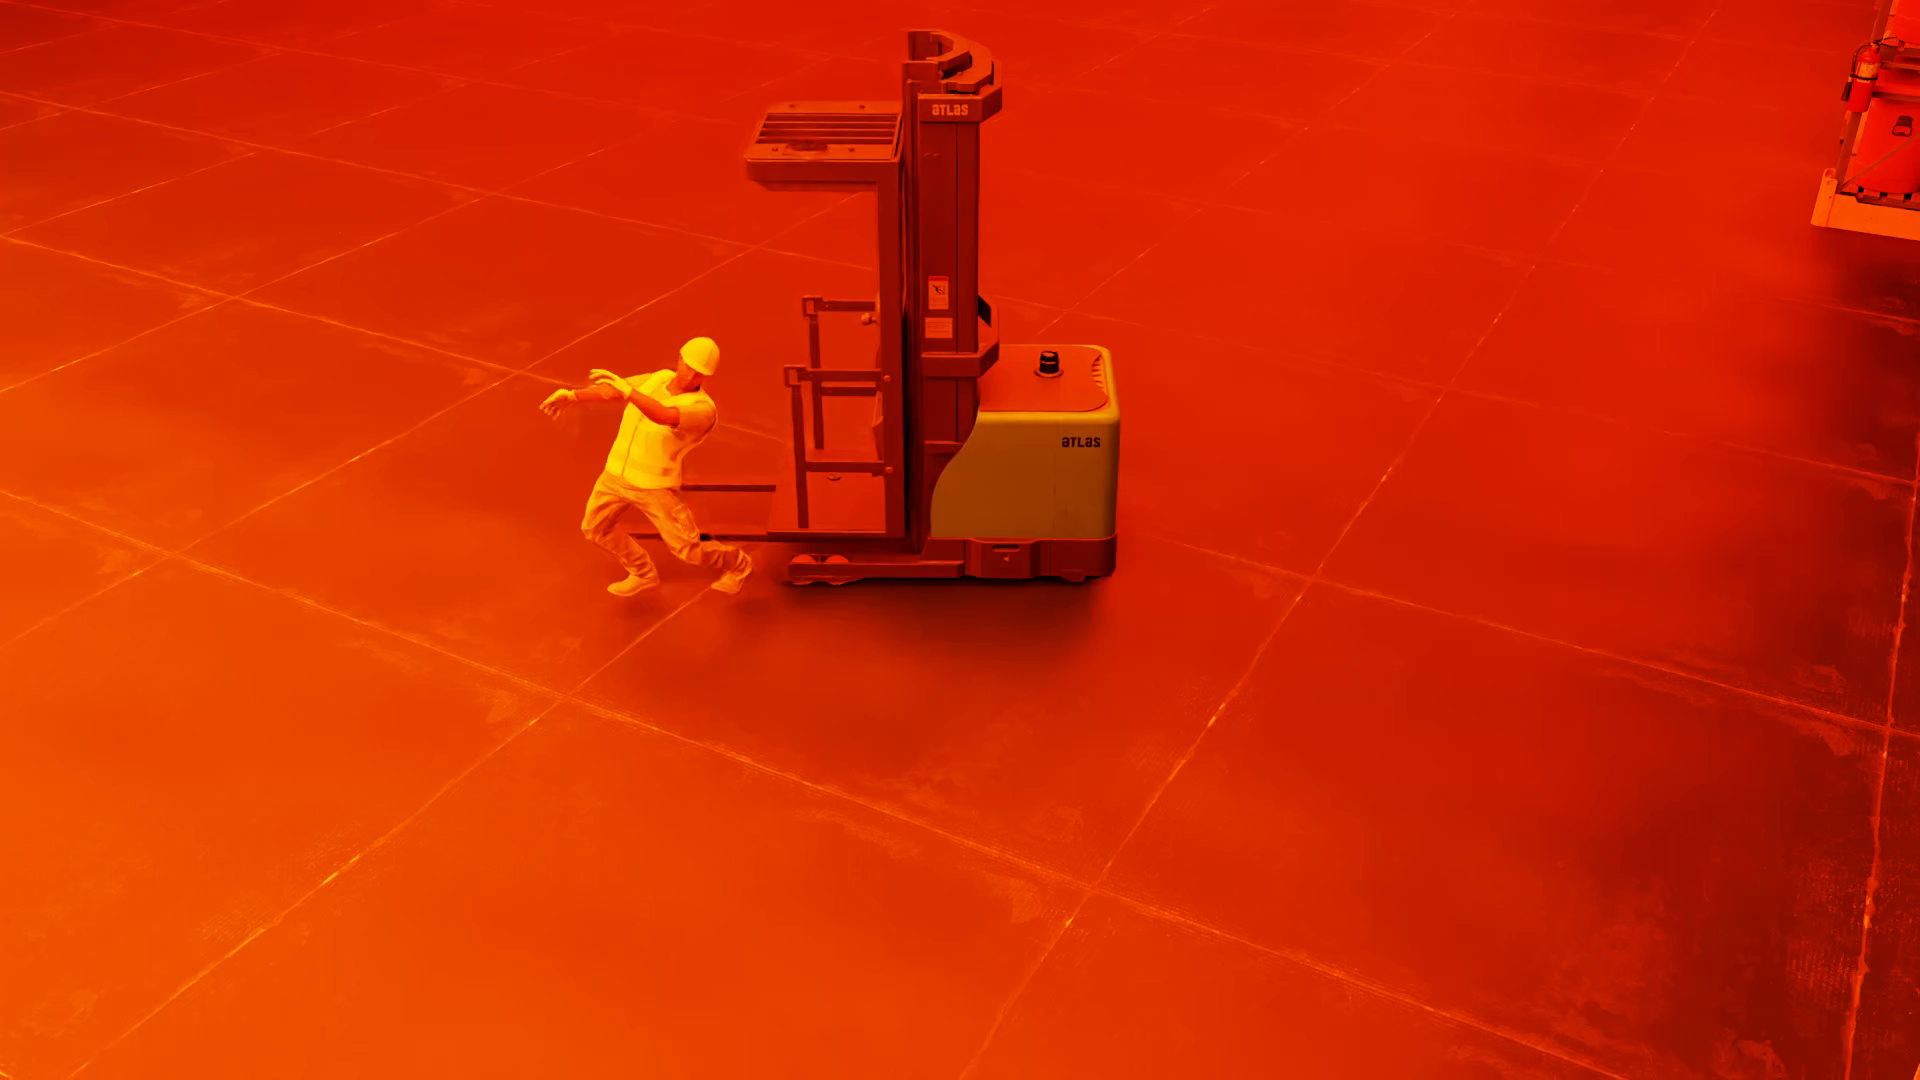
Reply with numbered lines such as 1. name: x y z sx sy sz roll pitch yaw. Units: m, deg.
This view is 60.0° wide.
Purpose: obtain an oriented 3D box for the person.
1. person: -1.770 -0.367 9.014 1.107 1.506 0.739 18 34 28

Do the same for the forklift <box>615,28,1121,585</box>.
1. forklift: -0.610 -1.275 9.279 3.031 2.935 1.130 0 30 1
